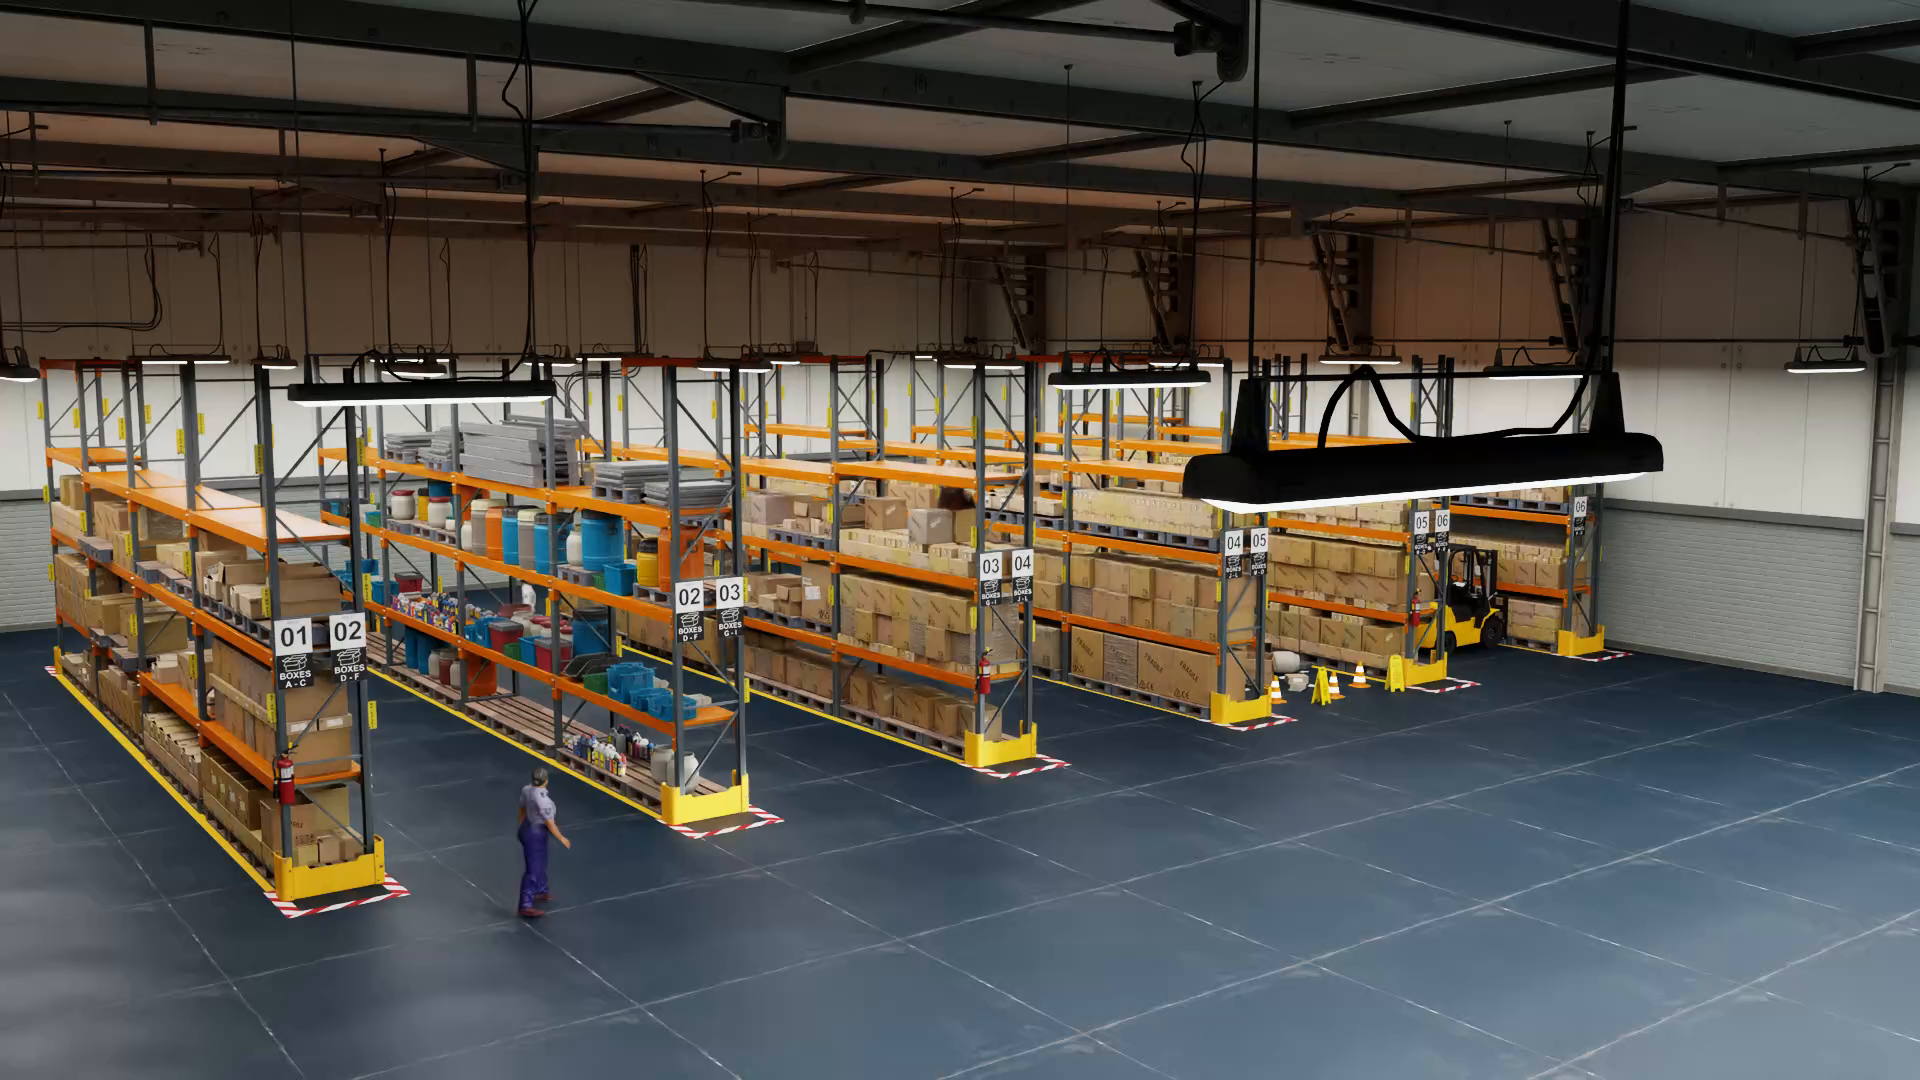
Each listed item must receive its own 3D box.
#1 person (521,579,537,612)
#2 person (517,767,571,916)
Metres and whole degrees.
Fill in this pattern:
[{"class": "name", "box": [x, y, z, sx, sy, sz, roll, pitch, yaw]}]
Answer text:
[{"class": "person", "box": [-8.647, 1.485, 33.520, 0.488, 1.708, 0.524, -2, 7, -19]}, {"class": "person", "box": [-4.706, 3.326, 18.545, 0.598, 1.661, 0.635, -4, 8, -30]}]
